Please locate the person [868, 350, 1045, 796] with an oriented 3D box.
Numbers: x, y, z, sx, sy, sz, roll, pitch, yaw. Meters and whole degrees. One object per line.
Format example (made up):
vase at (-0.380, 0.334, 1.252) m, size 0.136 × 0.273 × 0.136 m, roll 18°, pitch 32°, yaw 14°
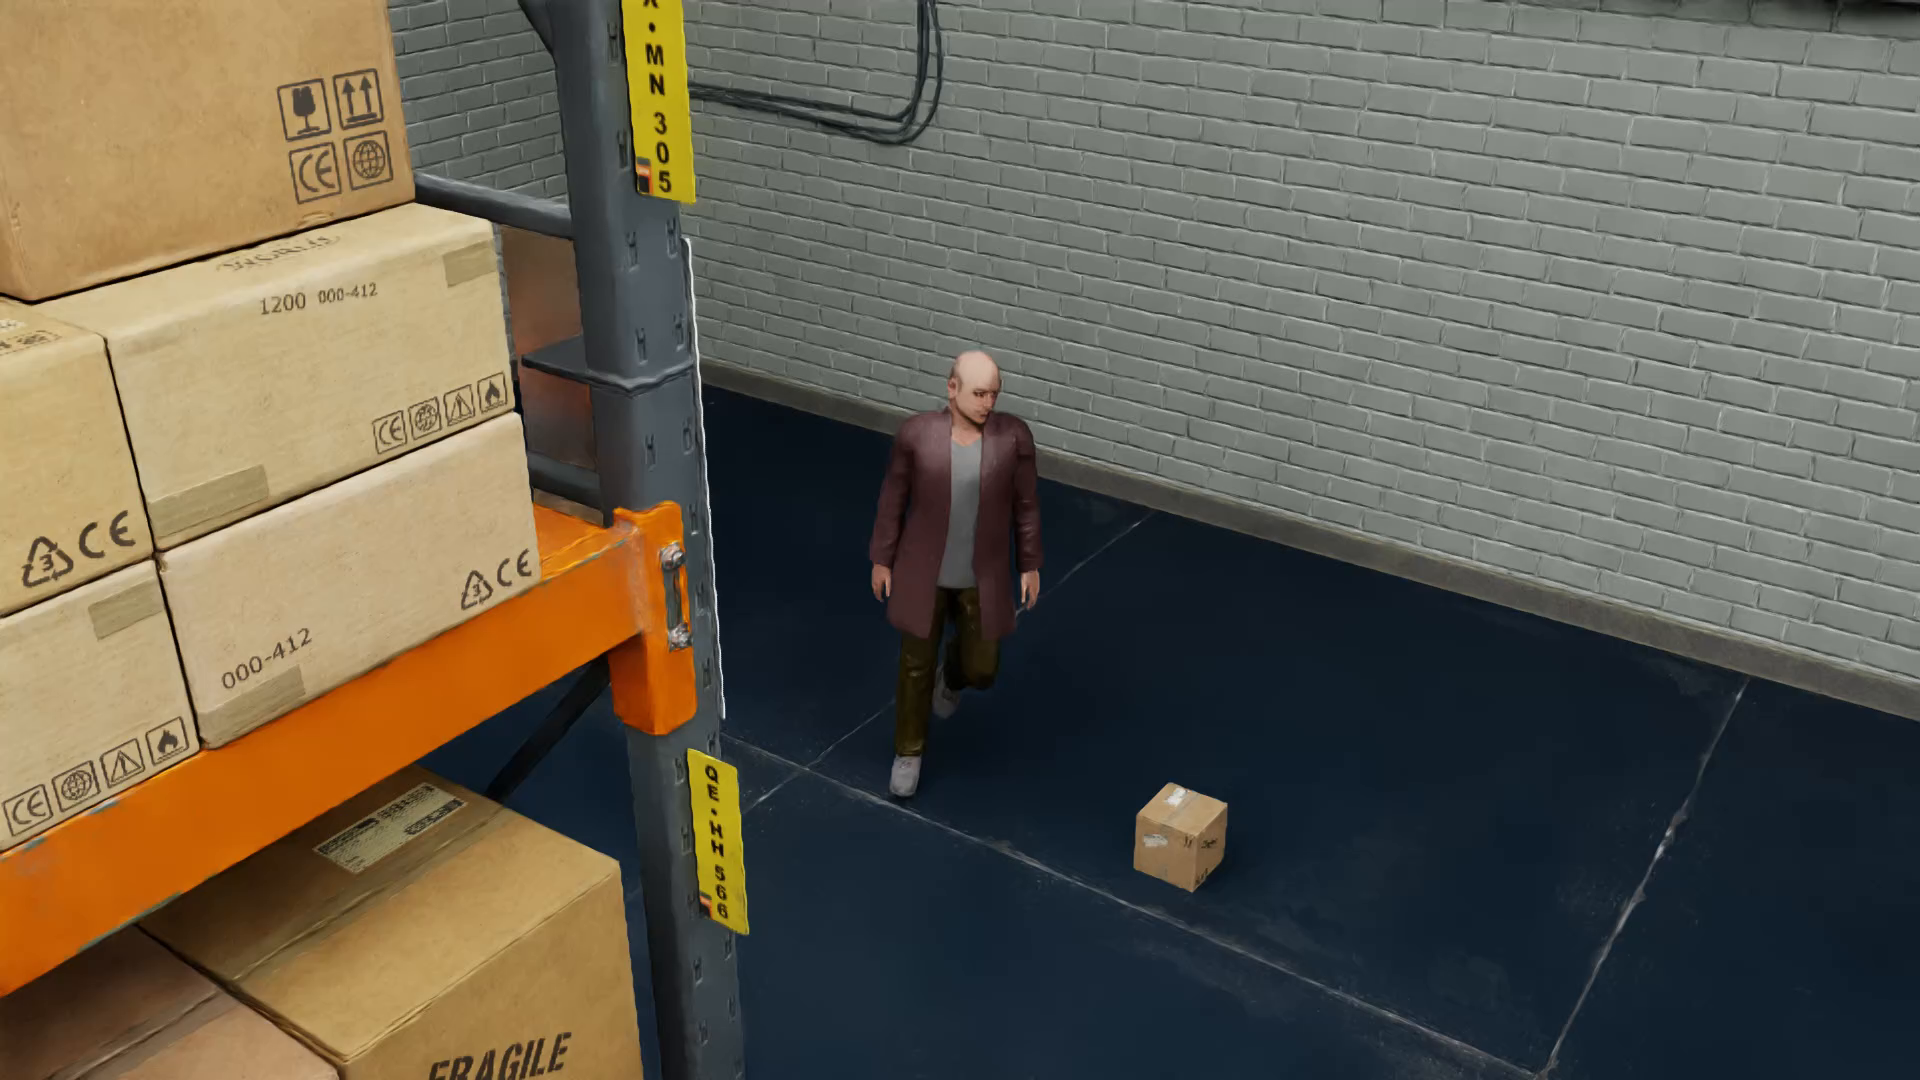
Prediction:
person at (-0.014, 0.094, 6.426) m, size 0.685 × 1.758 × 0.657 m, roll -1°, pitch 27°, yaw -2°
